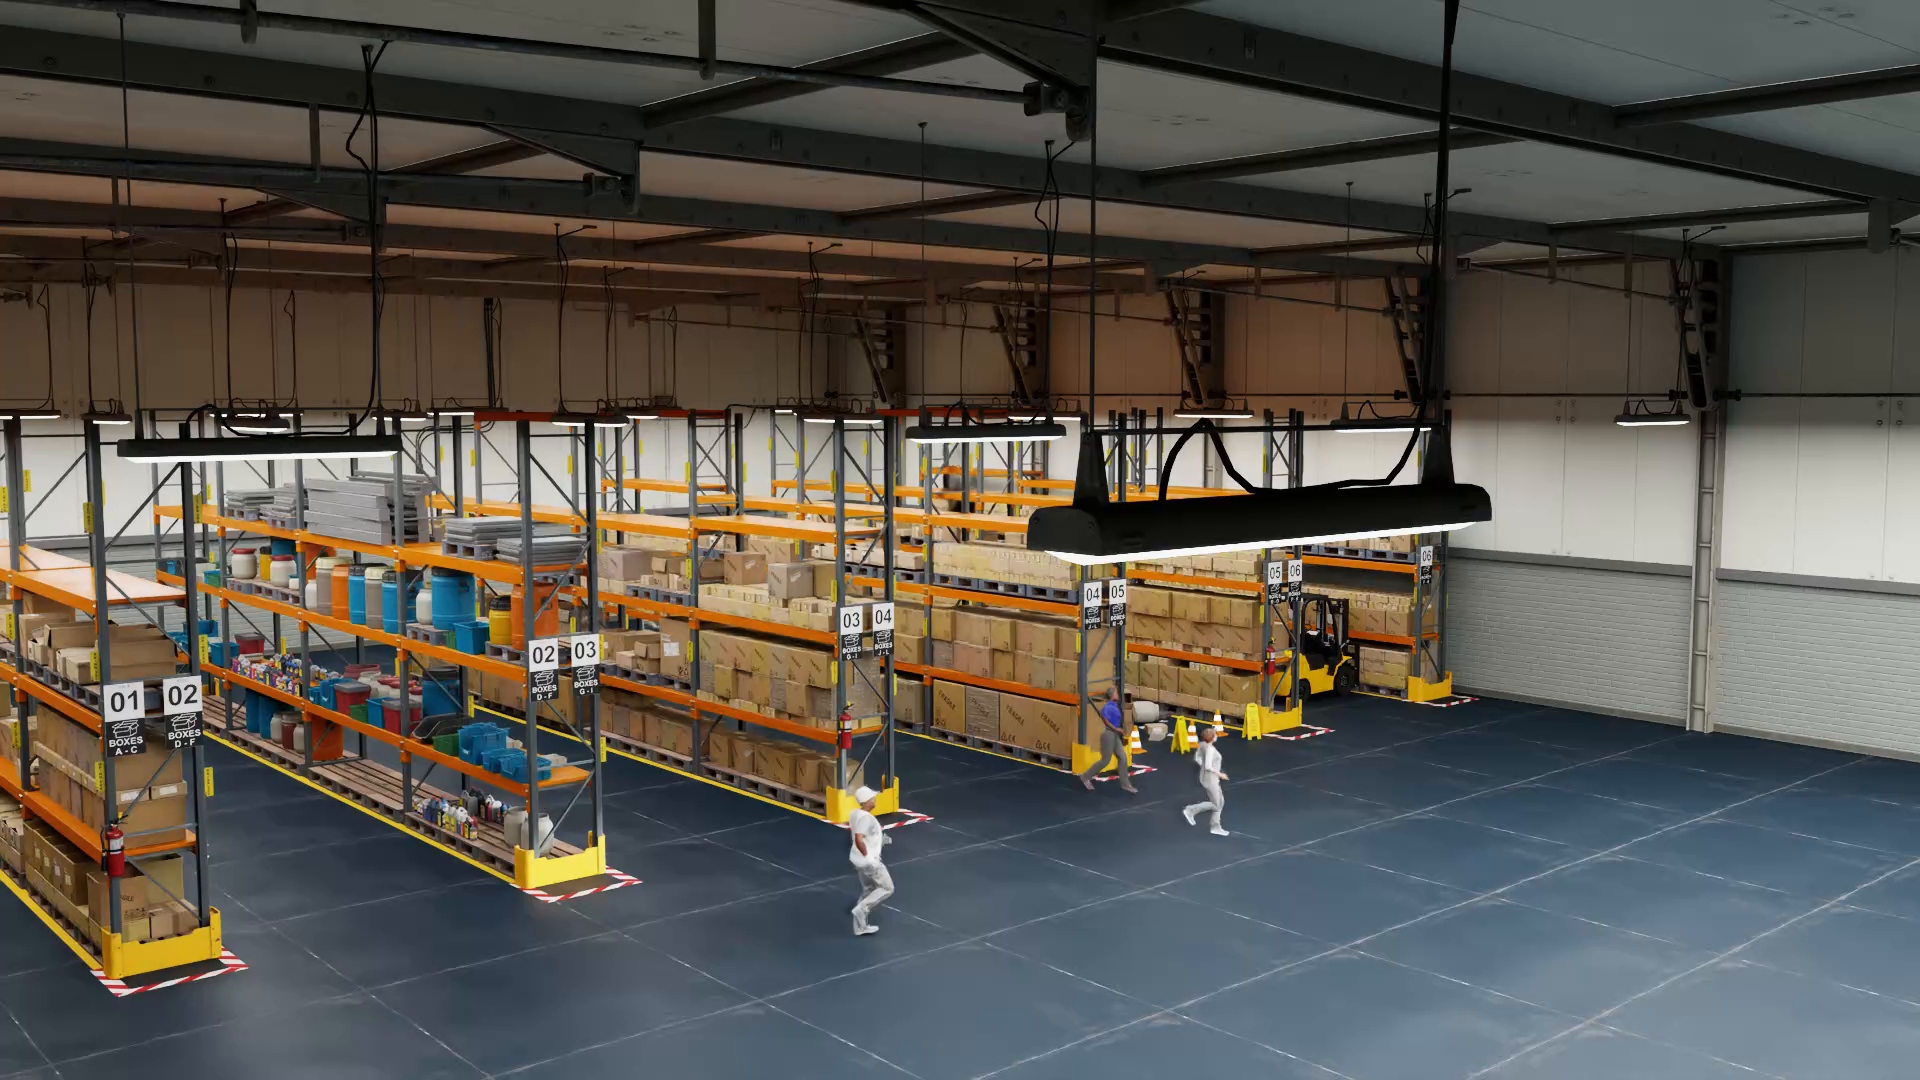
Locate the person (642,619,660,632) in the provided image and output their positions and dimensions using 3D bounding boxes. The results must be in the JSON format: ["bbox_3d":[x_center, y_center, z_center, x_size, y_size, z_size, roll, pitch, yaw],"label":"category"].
[{"bbox_3d":[-7.941,1.730,41.968,1.092,1.739,0.678,-4,6,-38],"label":"person"}]

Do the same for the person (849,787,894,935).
[{"bbox_3d":[-1.047,3.750,19.477,0.590,1.744,0.692,-2,5,-23],"label":"person"}]

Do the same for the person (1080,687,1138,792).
[{"bbox_3d":[2.422,3.177,26.556,0.921,1.637,0.662,1,5,16],"label":"person"}]

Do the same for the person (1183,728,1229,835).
[{"bbox_3d":[3.530,3.469,23.877,0.691,1.575,0.546,0,5,-5],"label":"person"}]
